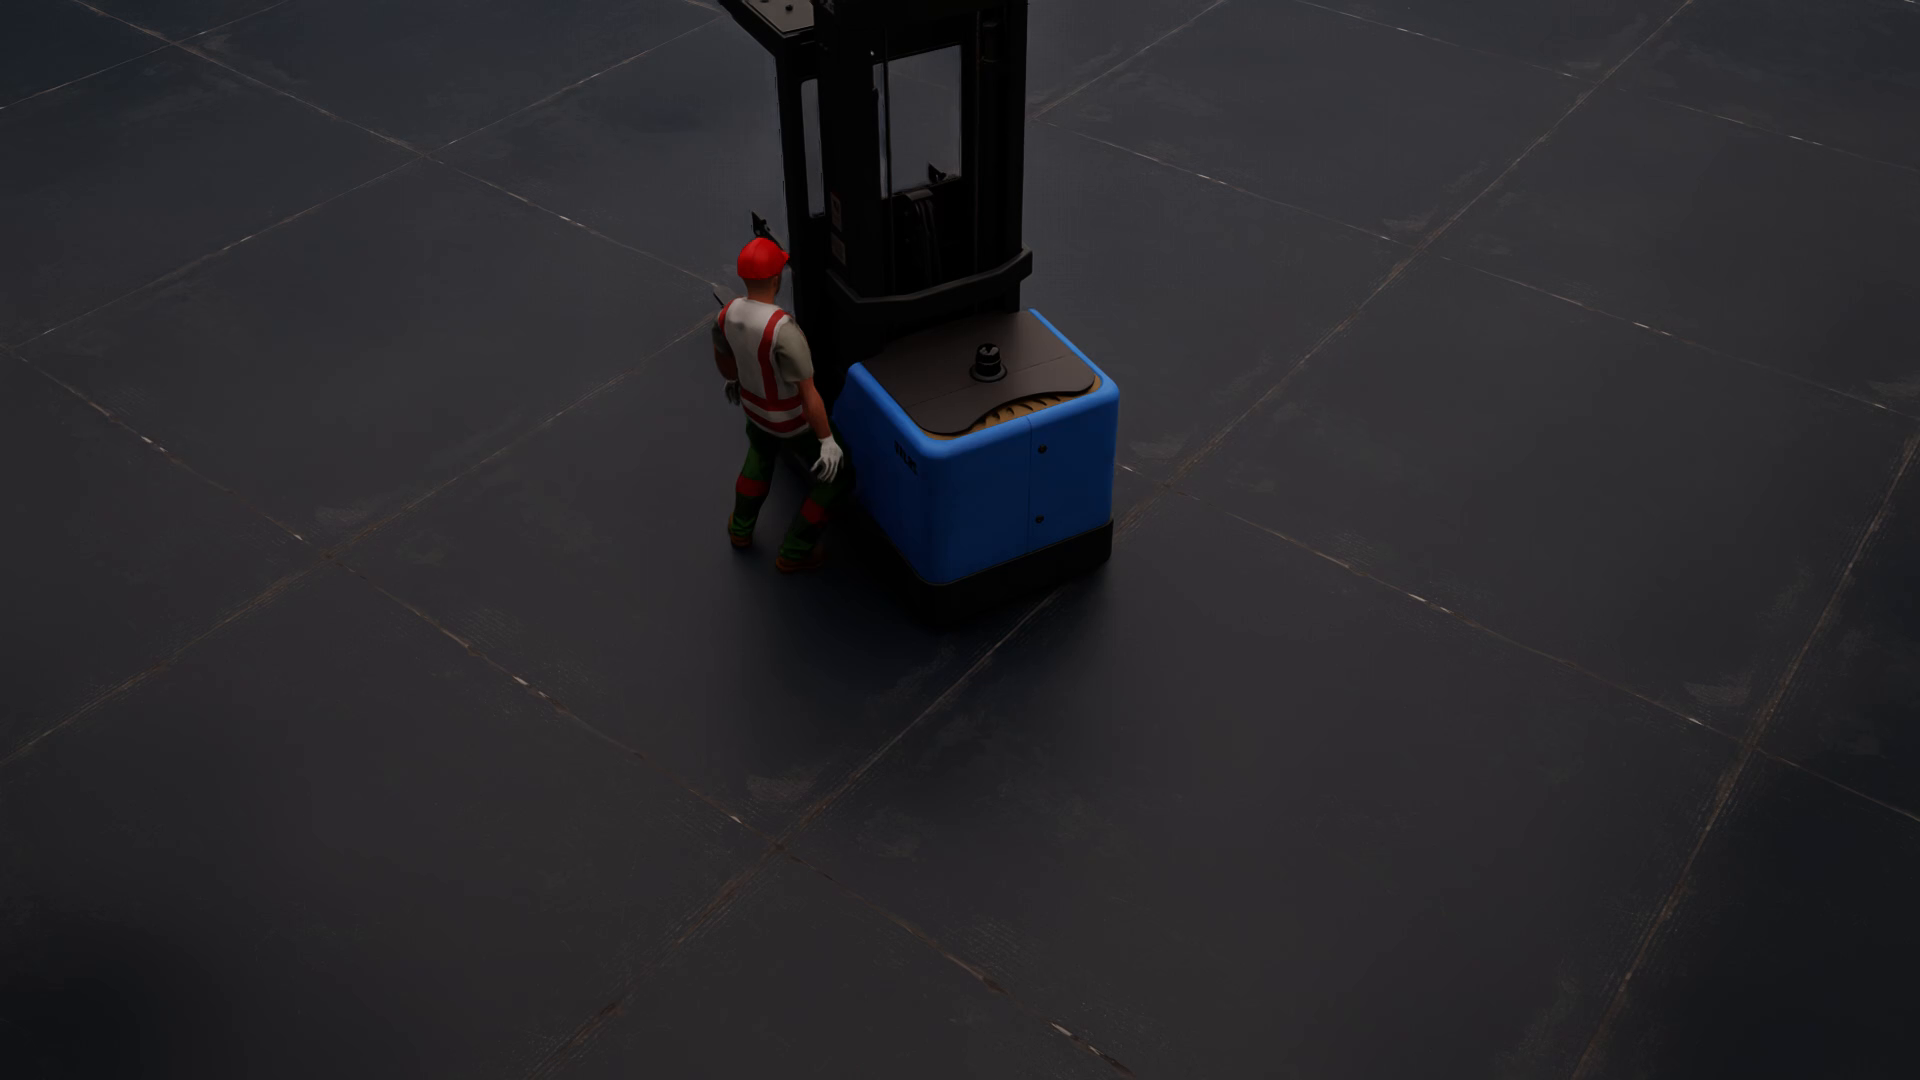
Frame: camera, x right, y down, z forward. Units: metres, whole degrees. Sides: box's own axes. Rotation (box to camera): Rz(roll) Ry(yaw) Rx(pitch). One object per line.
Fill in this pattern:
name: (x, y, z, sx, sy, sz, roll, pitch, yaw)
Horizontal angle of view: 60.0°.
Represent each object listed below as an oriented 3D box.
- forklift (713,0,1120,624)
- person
forklift: (-0.417, -1.668, 8.030, 1.130, 2.935, 3.031, -20, 44, -22)
person: (-0.825, -0.596, 7.734, 0.490, 1.692, 0.923, -32, 50, -32)
